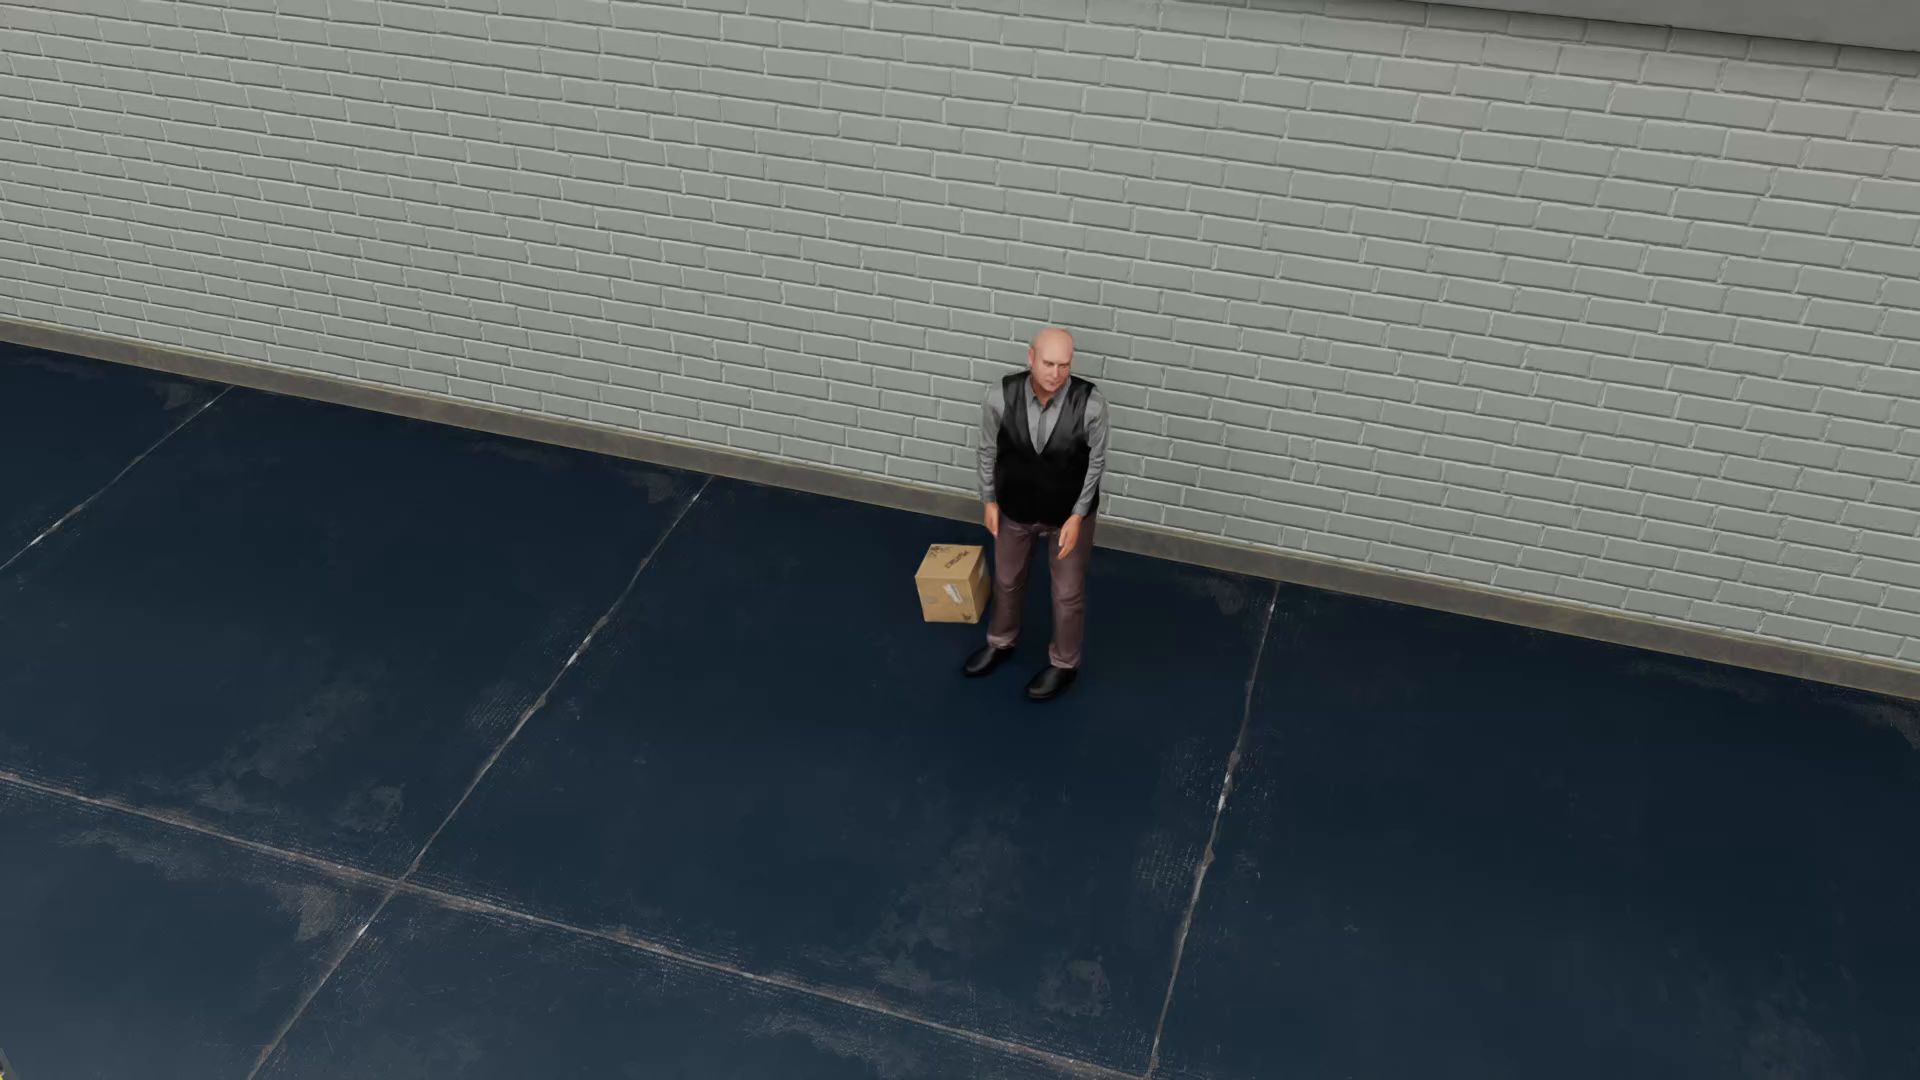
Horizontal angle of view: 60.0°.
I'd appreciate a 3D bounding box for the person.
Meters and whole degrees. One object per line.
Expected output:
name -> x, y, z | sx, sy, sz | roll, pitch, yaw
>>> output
person -> 0.305, -0.104, 7.012 | 0.573, 1.731, 0.459 | 8, 38, 11
